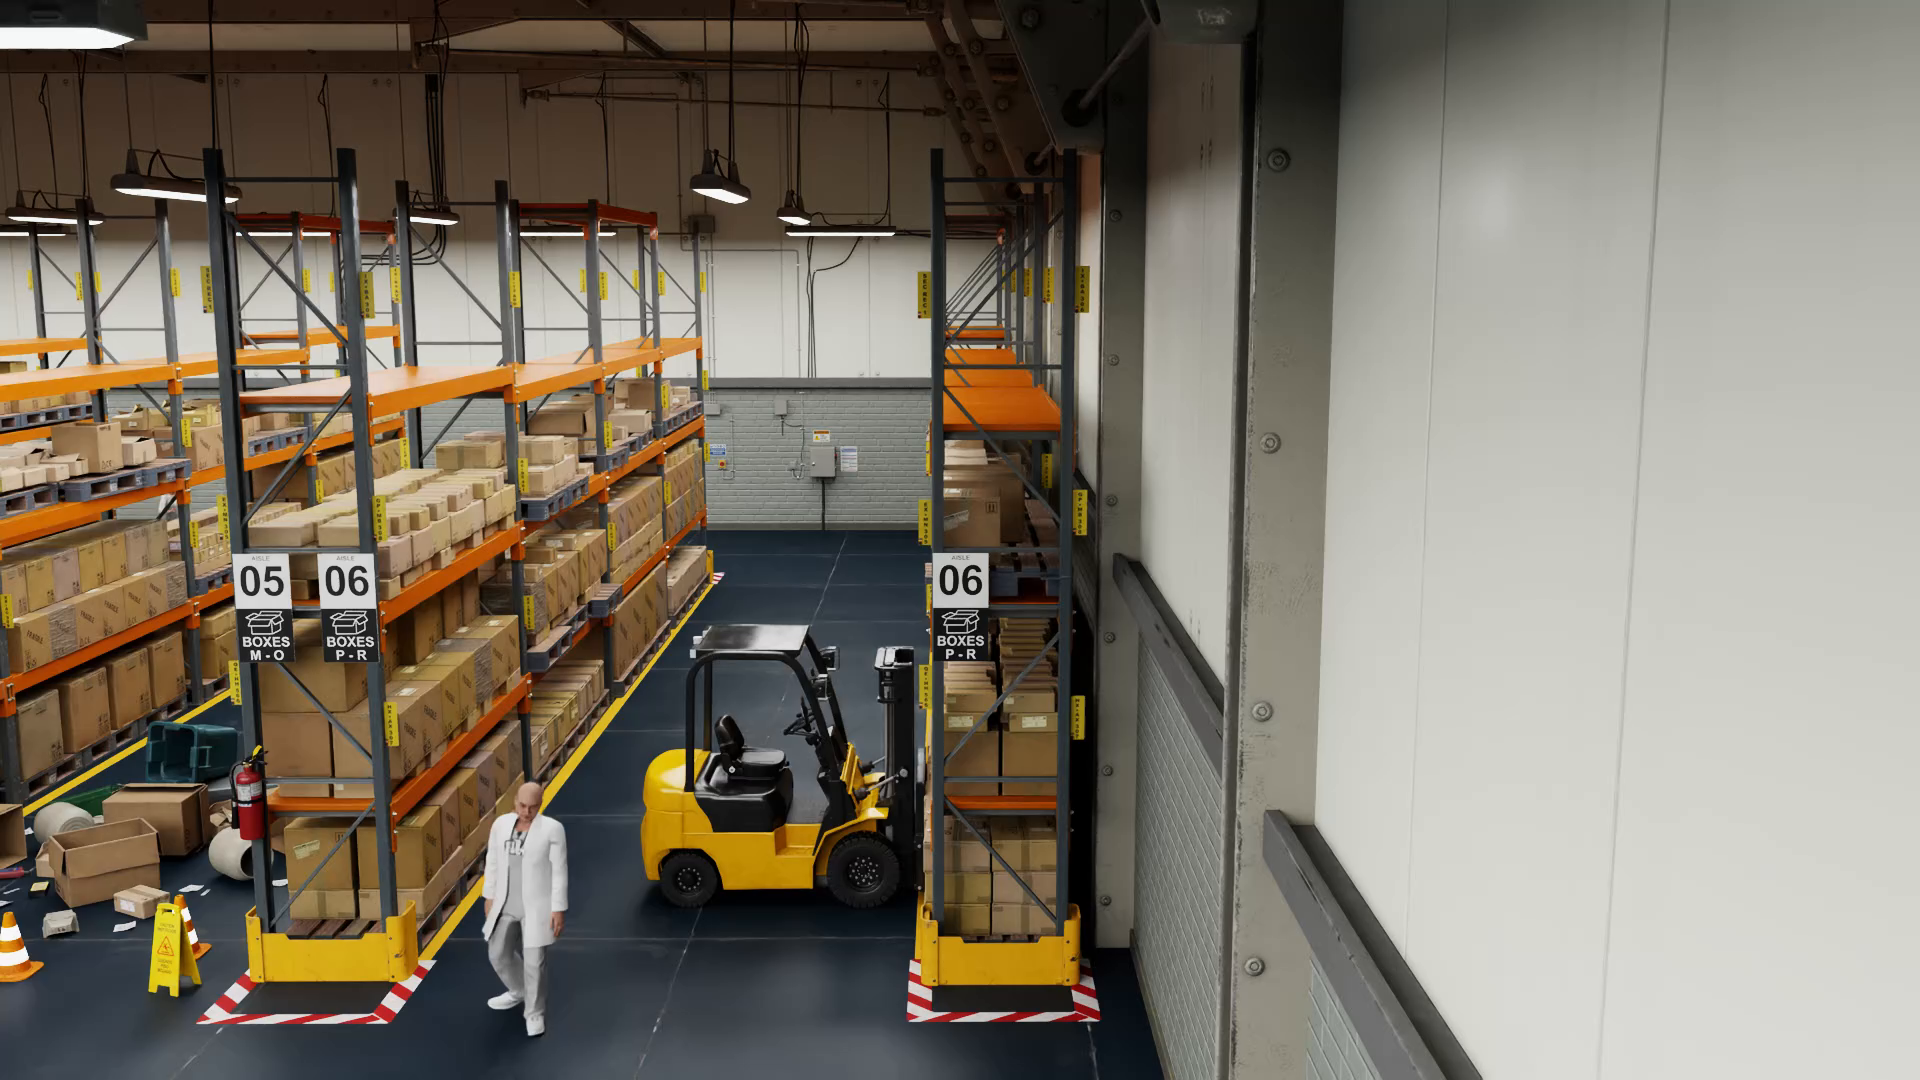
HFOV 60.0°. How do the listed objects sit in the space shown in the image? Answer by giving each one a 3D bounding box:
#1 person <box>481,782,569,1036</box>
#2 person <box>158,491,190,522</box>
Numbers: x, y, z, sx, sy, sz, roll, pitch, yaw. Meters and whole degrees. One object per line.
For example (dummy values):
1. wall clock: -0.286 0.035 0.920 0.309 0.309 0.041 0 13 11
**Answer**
1. person: -2.994 2.550 11.439 0.706 1.634 0.516 2 9 12
2. person: -13.631 -0.241 28.897 0.508 1.597 0.825 -5 10 -26
